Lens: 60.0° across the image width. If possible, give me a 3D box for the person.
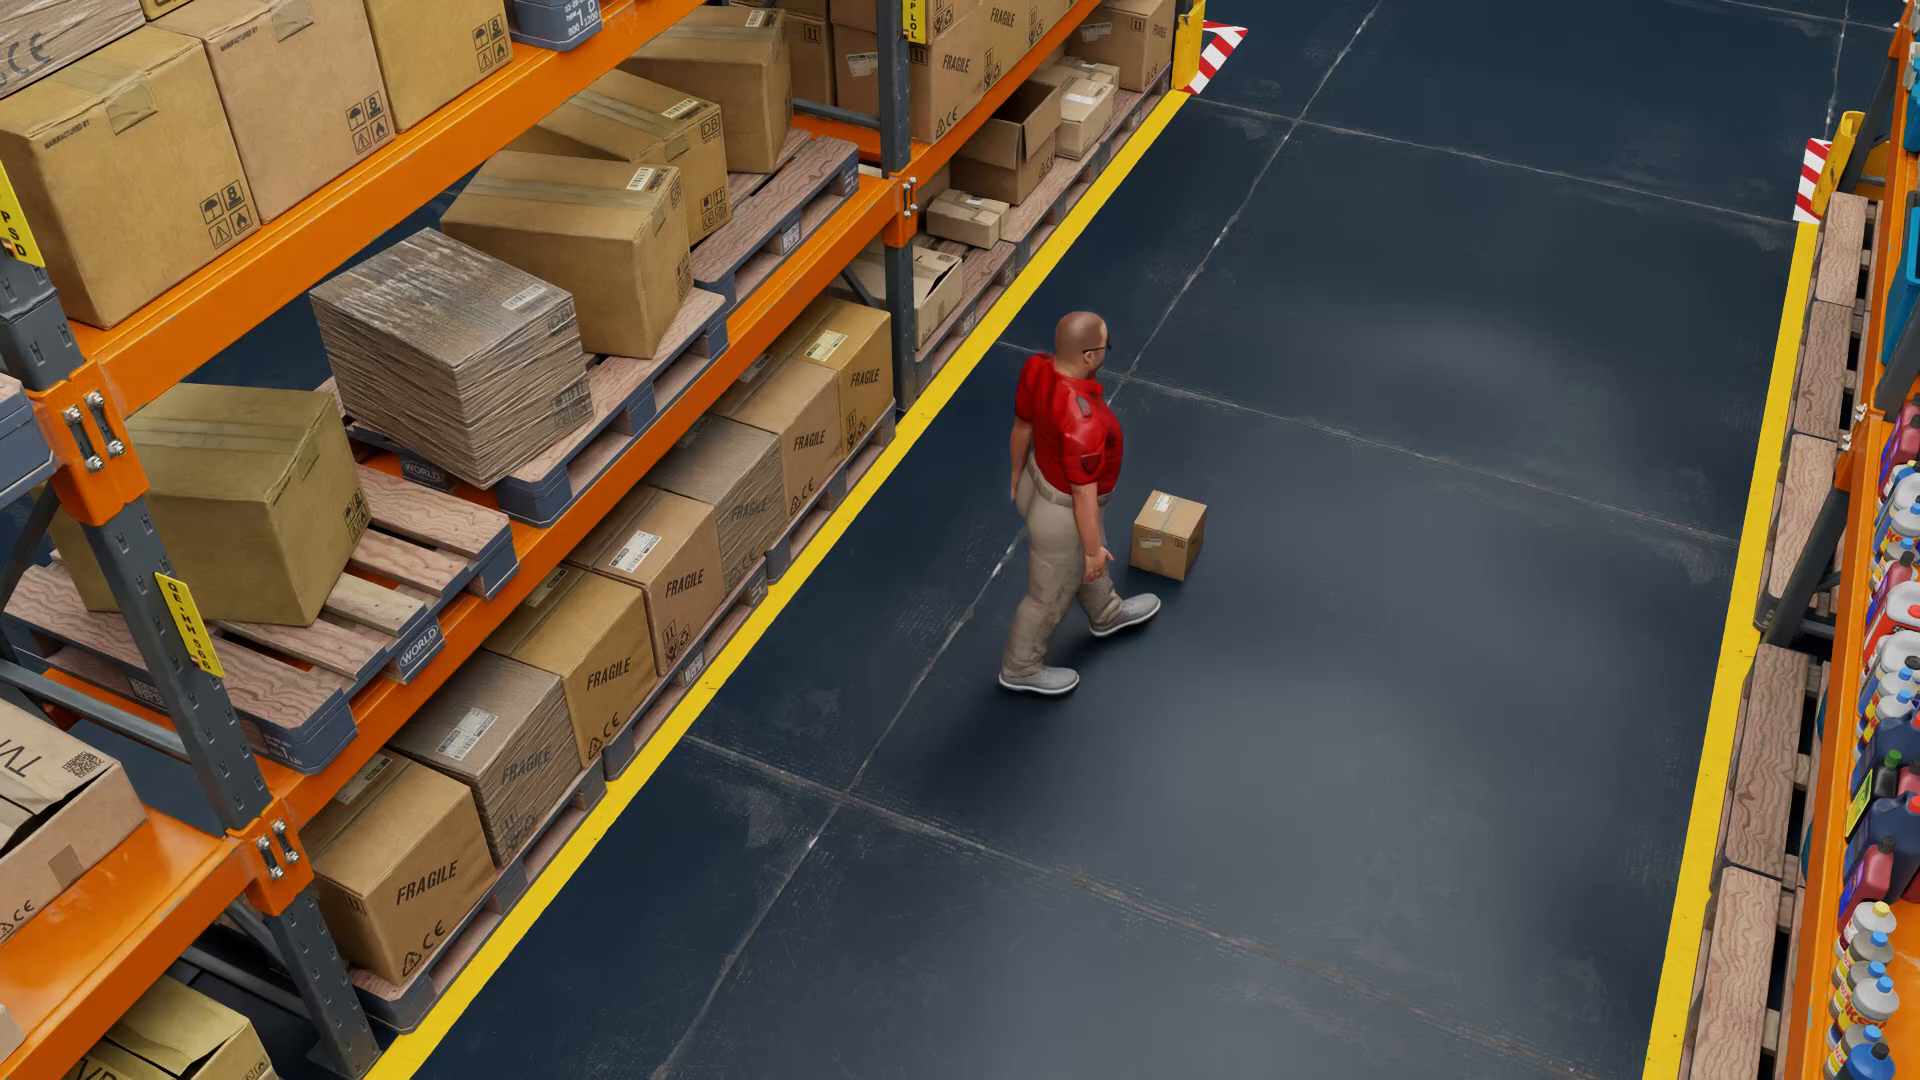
[{"bbox_3d":[0.518,-0.144,6.330,0.780,1.714,0.584,-11,43,-12],"label":"person"}]
